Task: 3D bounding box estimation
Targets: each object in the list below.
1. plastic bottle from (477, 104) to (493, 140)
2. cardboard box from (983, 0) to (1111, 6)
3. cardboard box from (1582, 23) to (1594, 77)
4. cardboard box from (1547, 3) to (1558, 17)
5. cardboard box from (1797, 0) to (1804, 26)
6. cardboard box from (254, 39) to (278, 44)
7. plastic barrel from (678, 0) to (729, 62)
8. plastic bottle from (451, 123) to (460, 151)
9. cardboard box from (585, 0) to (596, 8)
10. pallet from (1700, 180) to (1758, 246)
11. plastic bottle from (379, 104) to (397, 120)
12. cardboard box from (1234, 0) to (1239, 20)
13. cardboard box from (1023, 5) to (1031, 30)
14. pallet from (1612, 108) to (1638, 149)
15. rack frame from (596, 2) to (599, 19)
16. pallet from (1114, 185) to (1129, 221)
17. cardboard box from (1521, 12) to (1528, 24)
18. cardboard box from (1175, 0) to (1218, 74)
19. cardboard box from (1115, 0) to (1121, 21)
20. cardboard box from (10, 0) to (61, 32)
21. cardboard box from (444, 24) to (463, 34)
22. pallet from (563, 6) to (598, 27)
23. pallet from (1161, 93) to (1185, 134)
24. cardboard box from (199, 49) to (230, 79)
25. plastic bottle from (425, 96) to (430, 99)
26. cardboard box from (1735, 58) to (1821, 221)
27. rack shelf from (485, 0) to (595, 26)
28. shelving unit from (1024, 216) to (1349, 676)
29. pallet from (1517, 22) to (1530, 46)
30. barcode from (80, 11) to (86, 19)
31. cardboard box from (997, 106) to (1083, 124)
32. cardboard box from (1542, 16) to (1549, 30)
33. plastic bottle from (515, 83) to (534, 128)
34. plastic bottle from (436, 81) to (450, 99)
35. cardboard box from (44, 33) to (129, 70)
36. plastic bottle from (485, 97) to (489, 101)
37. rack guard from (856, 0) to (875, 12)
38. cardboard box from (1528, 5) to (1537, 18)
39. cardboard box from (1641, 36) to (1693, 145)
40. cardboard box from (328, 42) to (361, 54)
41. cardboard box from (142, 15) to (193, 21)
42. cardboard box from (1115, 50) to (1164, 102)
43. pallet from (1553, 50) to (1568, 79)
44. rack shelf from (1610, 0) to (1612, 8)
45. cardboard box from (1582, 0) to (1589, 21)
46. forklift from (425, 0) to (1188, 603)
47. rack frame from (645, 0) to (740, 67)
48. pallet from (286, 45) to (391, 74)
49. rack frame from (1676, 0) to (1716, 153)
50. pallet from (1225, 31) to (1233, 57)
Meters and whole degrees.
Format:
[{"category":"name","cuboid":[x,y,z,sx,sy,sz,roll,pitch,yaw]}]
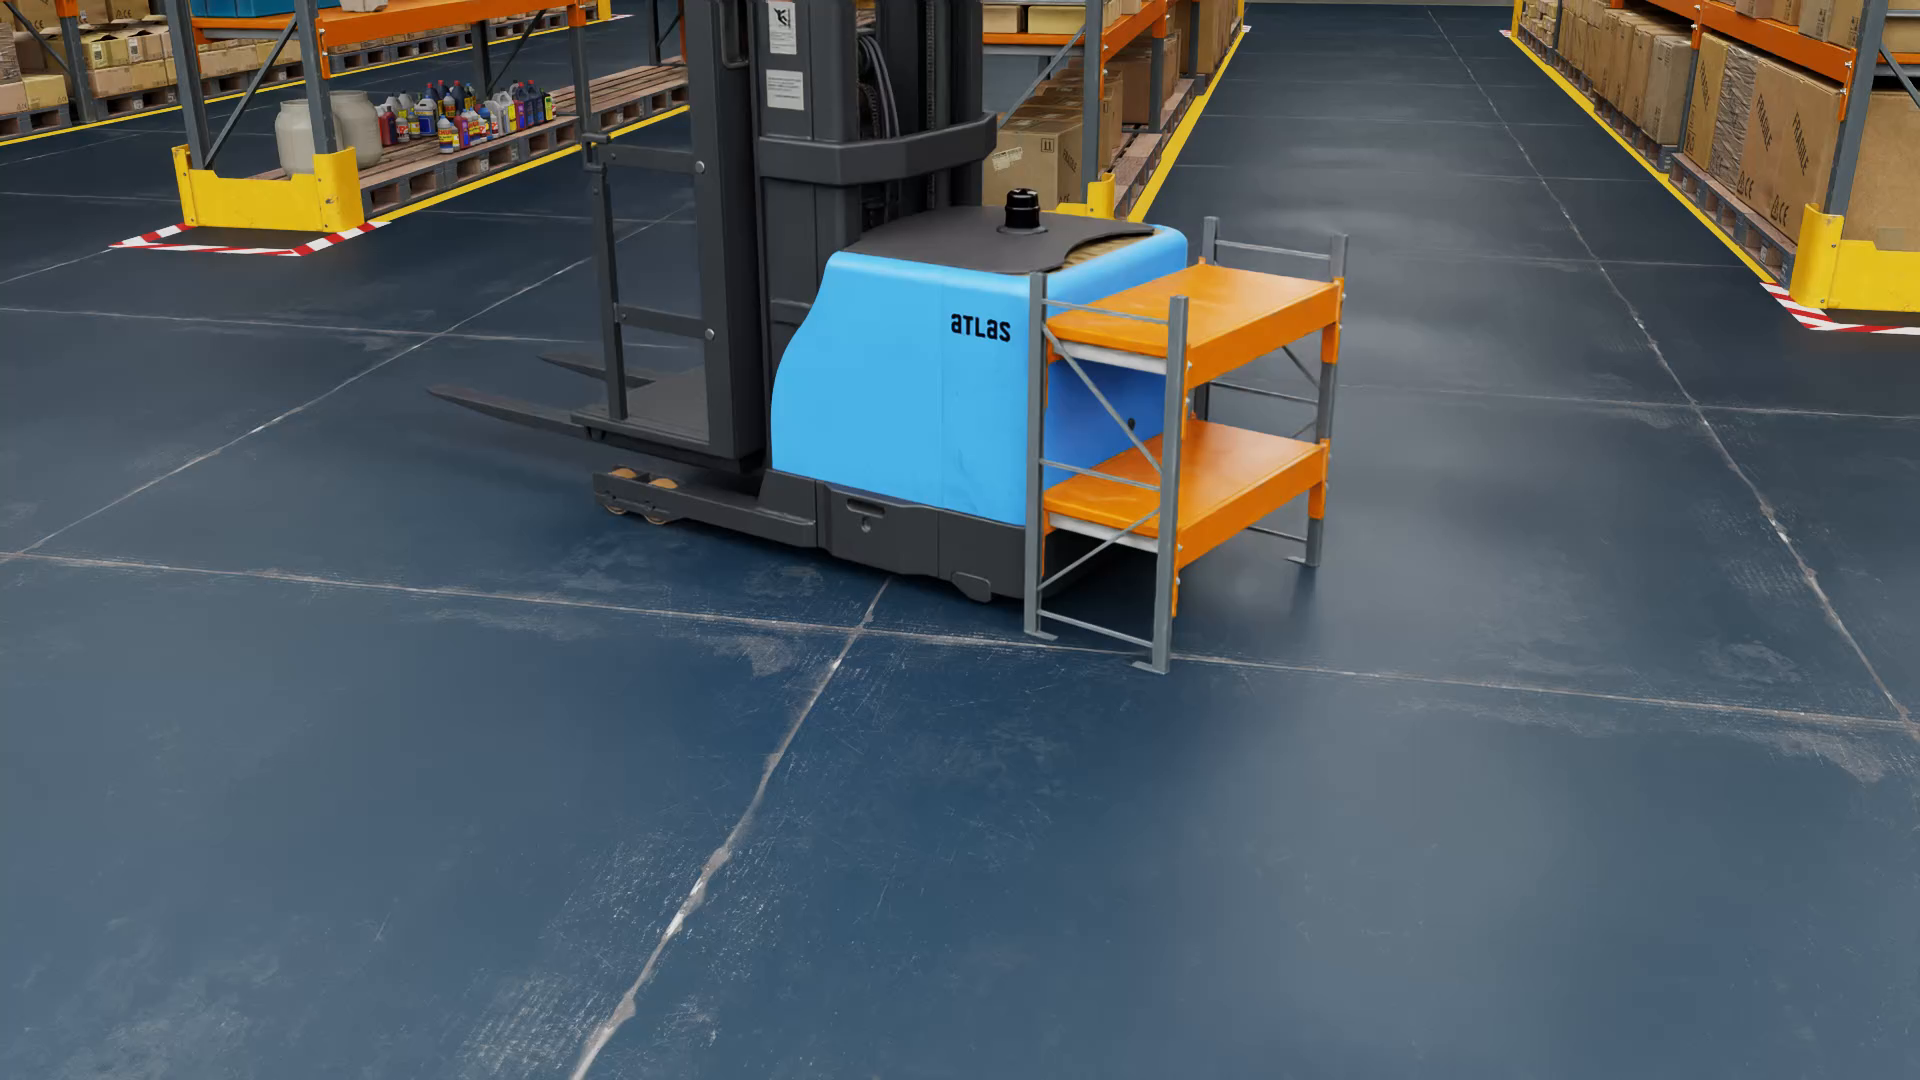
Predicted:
[{"category":"plastic bottle","cuboid":[-3.727,-3.279,13.042,0.097,0.271,0.097,0,22,0]},{"category":"cardboard box","cuboid":[0.455,-3.471,9.924,0.875,0.500,0.500,4,22,11]},{"category":"cardboard box","cuboid":[6.771,-5.083,17.244,0.500,0.500,0.500,5,23,13]},{"category":"cardboard box","cuboid":[7.474,-6.547,20.553,0.380,0.149,0.250,4,22,10]},{"category":"cardboard box","cuboid":[5.510,-3.279,9.779,0.875,0.550,0.550,4,22,11]},{"category":"cardboard box","cuboid":[-7.715,-5.548,17.982,0.500,0.311,0.500,4,22,10]},{"category":"plastic barrel","cuboid":[-2.818,-5.759,18.480,0.600,0.830,0.708,4,22,11]},{"category":"plastic bottle","cuboid":[-3.837,-3.048,12.563,0.097,0.201,0.097,0,22,0]},{"category":"cardboard box","cuboid":[-5.987,-8.522,25.756,0.500,0.500,0.500,4,22,11]},{"category":"pallet","cuboid":[5.488,-2.122,10.840,1.003,0.211,1.213,4,22,11]},{"category":"plastic bottle","cuboid":[-4.481,-3.251,12.968,0.152,0.276,0.135,4,22,9]},{"category":"cardboard box","cuboid":[3.528,-7.908,23.755,0.875,0.875,0.875,4,22,11]},{"category":"cardboard box","cuboid":[0.223,-3.182,10.076,0.380,0.149,0.250,4,22,11]},{"category":"pallet","cuboid":[6.297,-3.577,14.453,1.003,0.211,1.213,4,22,11]},{"category":"rack frame","cuboid":[-6.117,-9.695,25.912,1.000,3.000,0.127,4,22,11]},{"category":"pallet","cuboid":[0.531,-2.116,10.825,1.003,0.211,1.213,4,22,11]},{"category":"cardboard box","cuboid":[7.995,-7.229,23.042,0.380,0.149,0.250,5,22,12]},{"category":"cardboard box","cuboid":[2.109,-5.473,17.710,1.225,0.875,0.875,3,22,8]},{"category":"cardboard box","cuboid":[0.831,-3.421,10.669,0.380,0.149,0.250,4,22,11]},{"category":"cardboard box","cuboid":[-12.136,-6.922,21.342,0.750,0.750,0.750,4,22,11]},{"category":"cardboard box","cuboid":[-6.862,-6.895,21.714,0.500,0.500,0.500,5,22,11]},{"category":"pallet","cuboid":[-6.294,-8.082,25.639,1.003,0.211,1.213,4,22,11]},{"category":"pallet","cuboid":[1.536,-3.989,15.476,1.003,0.211,1.213,4,22,11]},{"category":"cardboard box","cuboid":[-7.927,-4.917,17.166,0.500,0.250,0.500,5,22,12]},{"category":"plastic bottle","cuboid":[-4.320,-3.477,13.535,0.097,0.271,0.097,0,22,0]},{"category":"cardboard box","cuboid":[5.402,-2.456,10.220,0.875,0.875,0.875,4,22,10]},{"category":"rack shelf","cuboid":[-3.309,-5.325,16.024,1.077,0.370,4.000,4,22,11]},{"category":"shelving unit","cuboid":[0.710,-0.336,5.183,0.538,1.125,1.048,16,27,34]},{"category":"pallet","cuboid":[8.199,-6.908,22.724,1.003,0.211,1.213,4,22,11]},{"category":"barcode","cuboid":[-8.106,-4.858,15.373,0.001,0.075,0.075,4,22,11]},{"category":"cardboard box","cuboid":[0.548,-2.571,11.006,0.500,0.500,0.500,11,24,25]},{"category":"cardboard box","cuboid":[7.433,-6.410,20.610,0.380,0.149,0.250,4,22,9]},{"category":"plastic bottle","cuboid":[-3.605,-3.575,13.673,0.144,0.351,0.185,3,22,8]},{"category":"plastic bottle","cuboid":[-4.288,-3.639,13.832,0.144,0.351,0.185,5,22,12]},{"category":"cardboard box","cuboid":[-8.237,-4.618,15.673,0.500,0.311,0.500,5,22,11]},{"category":"plastic bottle","cuboid":[-3.777,-3.424,13.388,0.061,0.283,0.133,4,22,11]},{"category":"rack guard","cuboid":[-1.276,-8.167,25.462,1.175,0.500,0.348,4,22,11]},{"category":"cardboard box","cuboid":[7.824,-7.084,22.285,0.380,0.149,0.250,5,23,13]},{"category":"cardboard box","cuboid":[6.005,-3.520,13.028,1.050,0.750,0.750,4,22,11]},{"category":"cardboard box","cuboid":[-7.377,-5.959,19.391,0.500,0.500,0.500,5,23,13]},{"category":"cardboard box","cuboid":[-8.349,-5.401,17.616,0.500,0.311,0.500,4,22,9]},{"category":"cardboard box","cuboid":[1.394,-3.991,14.504,0.700,0.500,0.500,4,22,11]},{"category":"pallet","cuboid":[7.442,-5.482,19.184,1.003,0.211,1.213,4,22,11]},{"category":"rack shelf","cuboid":[7.191,-5.996,17.689,1.077,0.370,4.000,4,22,11]},{"category":"cardboard box","cuboid":[6.877,-5.621,17.576,0.500,0.250,0.500,5,22,12]},{"category":"forklift","cuboid":[-0.734,-1.564,5.813,3.031,2.935,1.130,14,26,30]},{"category":"rack frame","cuboid":[-2.901,-6.391,17.706,1.000,3.000,0.127,4,22,11]},{"category":"pallet","cuboid":[-7.560,-5.746,19.839,1.003,0.211,1.213,4,22,11]},{"category":"rack frame","cuboid":[5.967,-4.135,12.106,1.000,3.000,0.127,4,22,11]},{"category":"pallet","cuboid":[2.996,-6.455,21.598,1.003,0.211,1.213,4,22,11]}]
